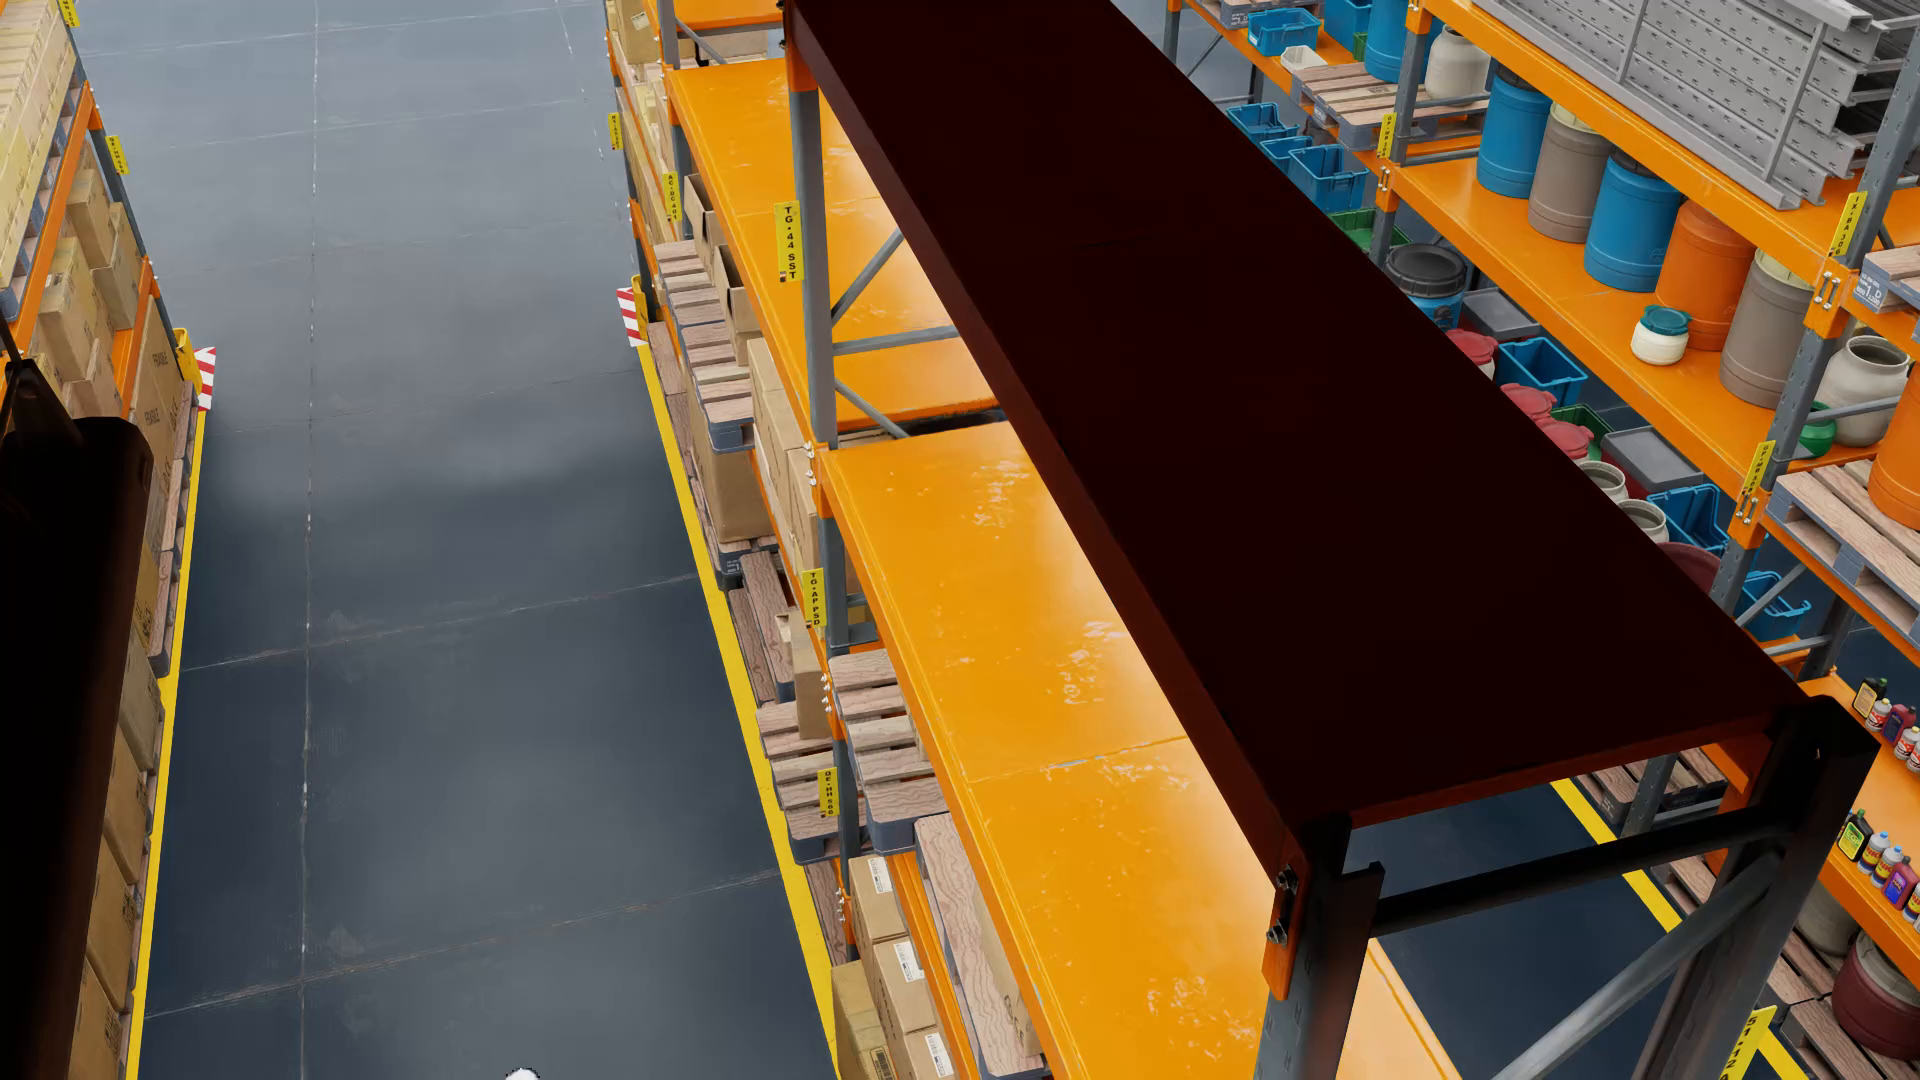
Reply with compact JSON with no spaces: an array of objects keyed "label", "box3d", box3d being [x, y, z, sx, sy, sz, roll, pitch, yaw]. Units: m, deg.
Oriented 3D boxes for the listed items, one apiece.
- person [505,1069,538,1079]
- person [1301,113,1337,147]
[{"label":"person","box3d":[-1.855,2.830,7.395,0.534,1.725,1.030,-11,40,-14]},{"label":"person","box3d":[3.578,-4.024,16.628,0.338,1.713,0.537,-9,39,-12]}]
